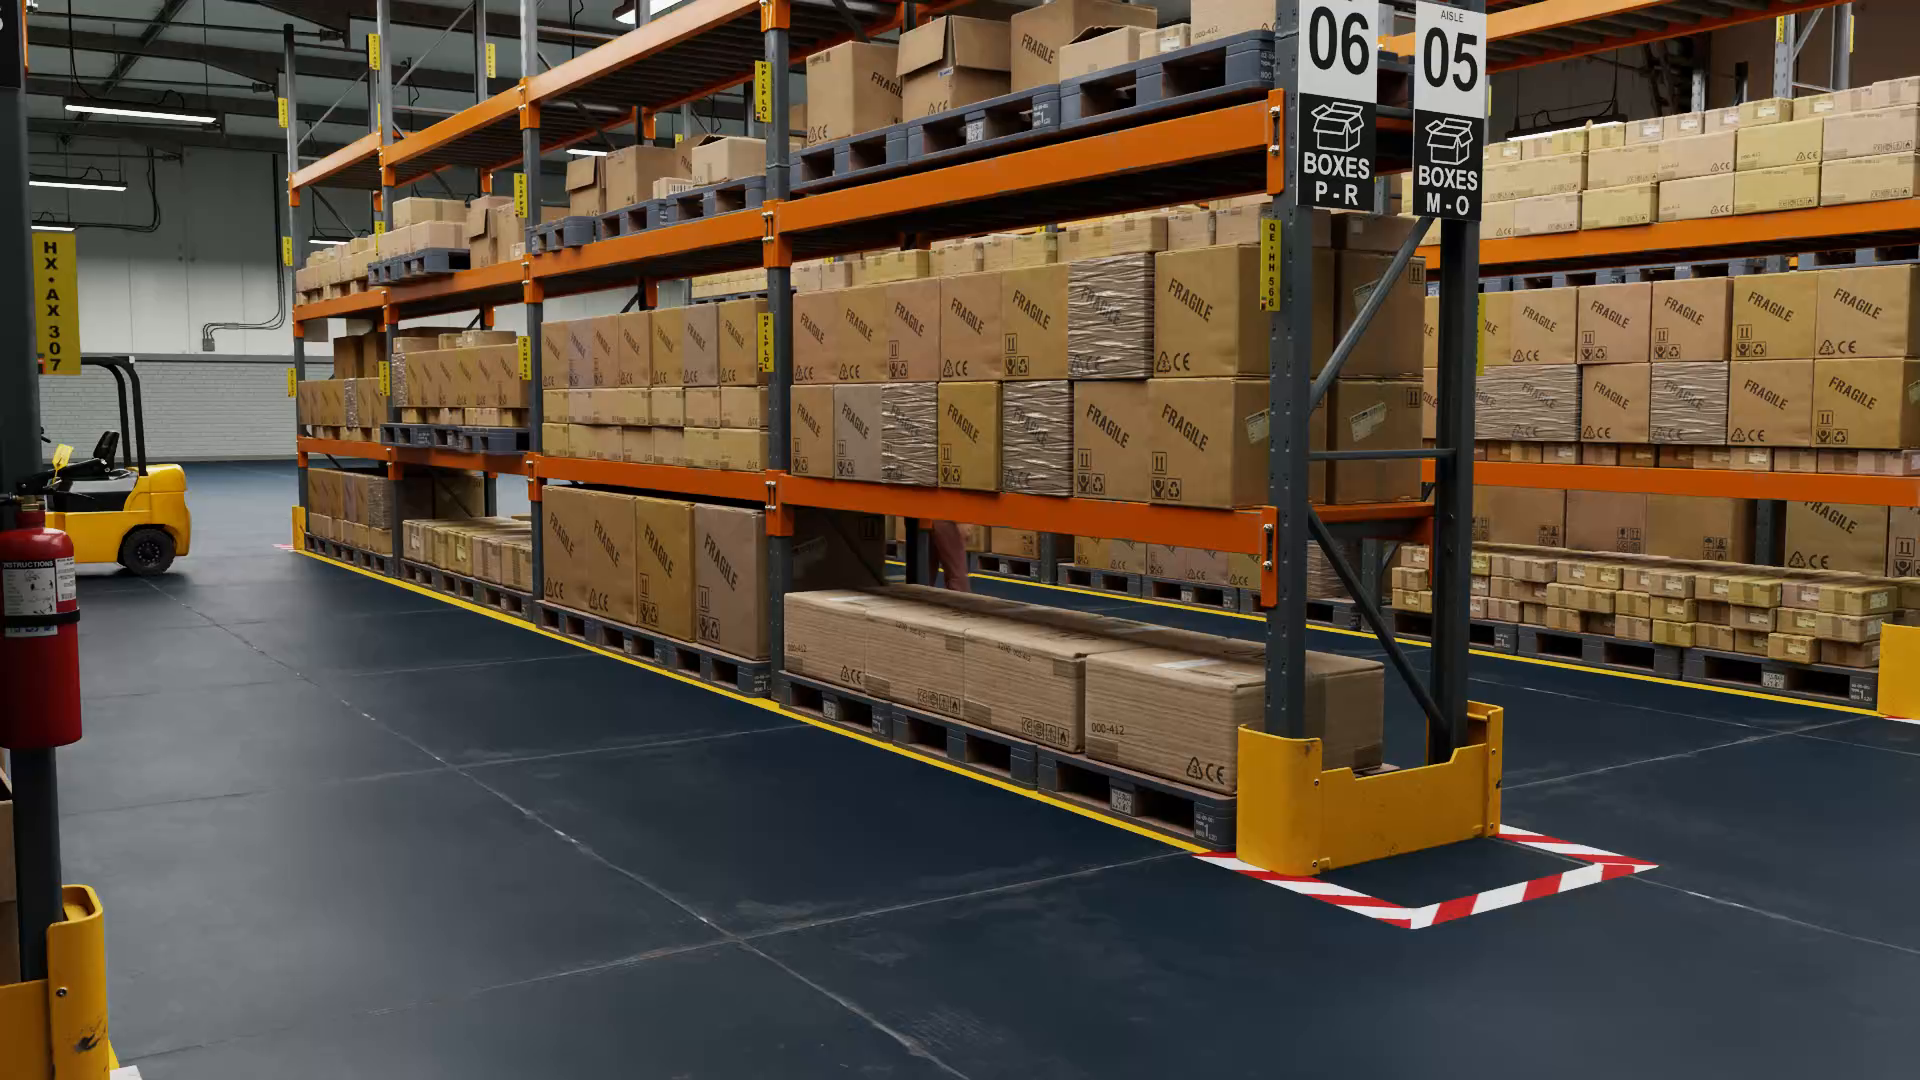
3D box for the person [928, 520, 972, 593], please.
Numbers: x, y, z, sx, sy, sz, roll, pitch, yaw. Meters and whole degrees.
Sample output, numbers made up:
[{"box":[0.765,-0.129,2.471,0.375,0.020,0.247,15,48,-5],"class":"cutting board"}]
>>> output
[{"box":[-0.069,-0.099,11.469,0.555,1.671,0.538,-2,5,-27],"class":"person"}]
